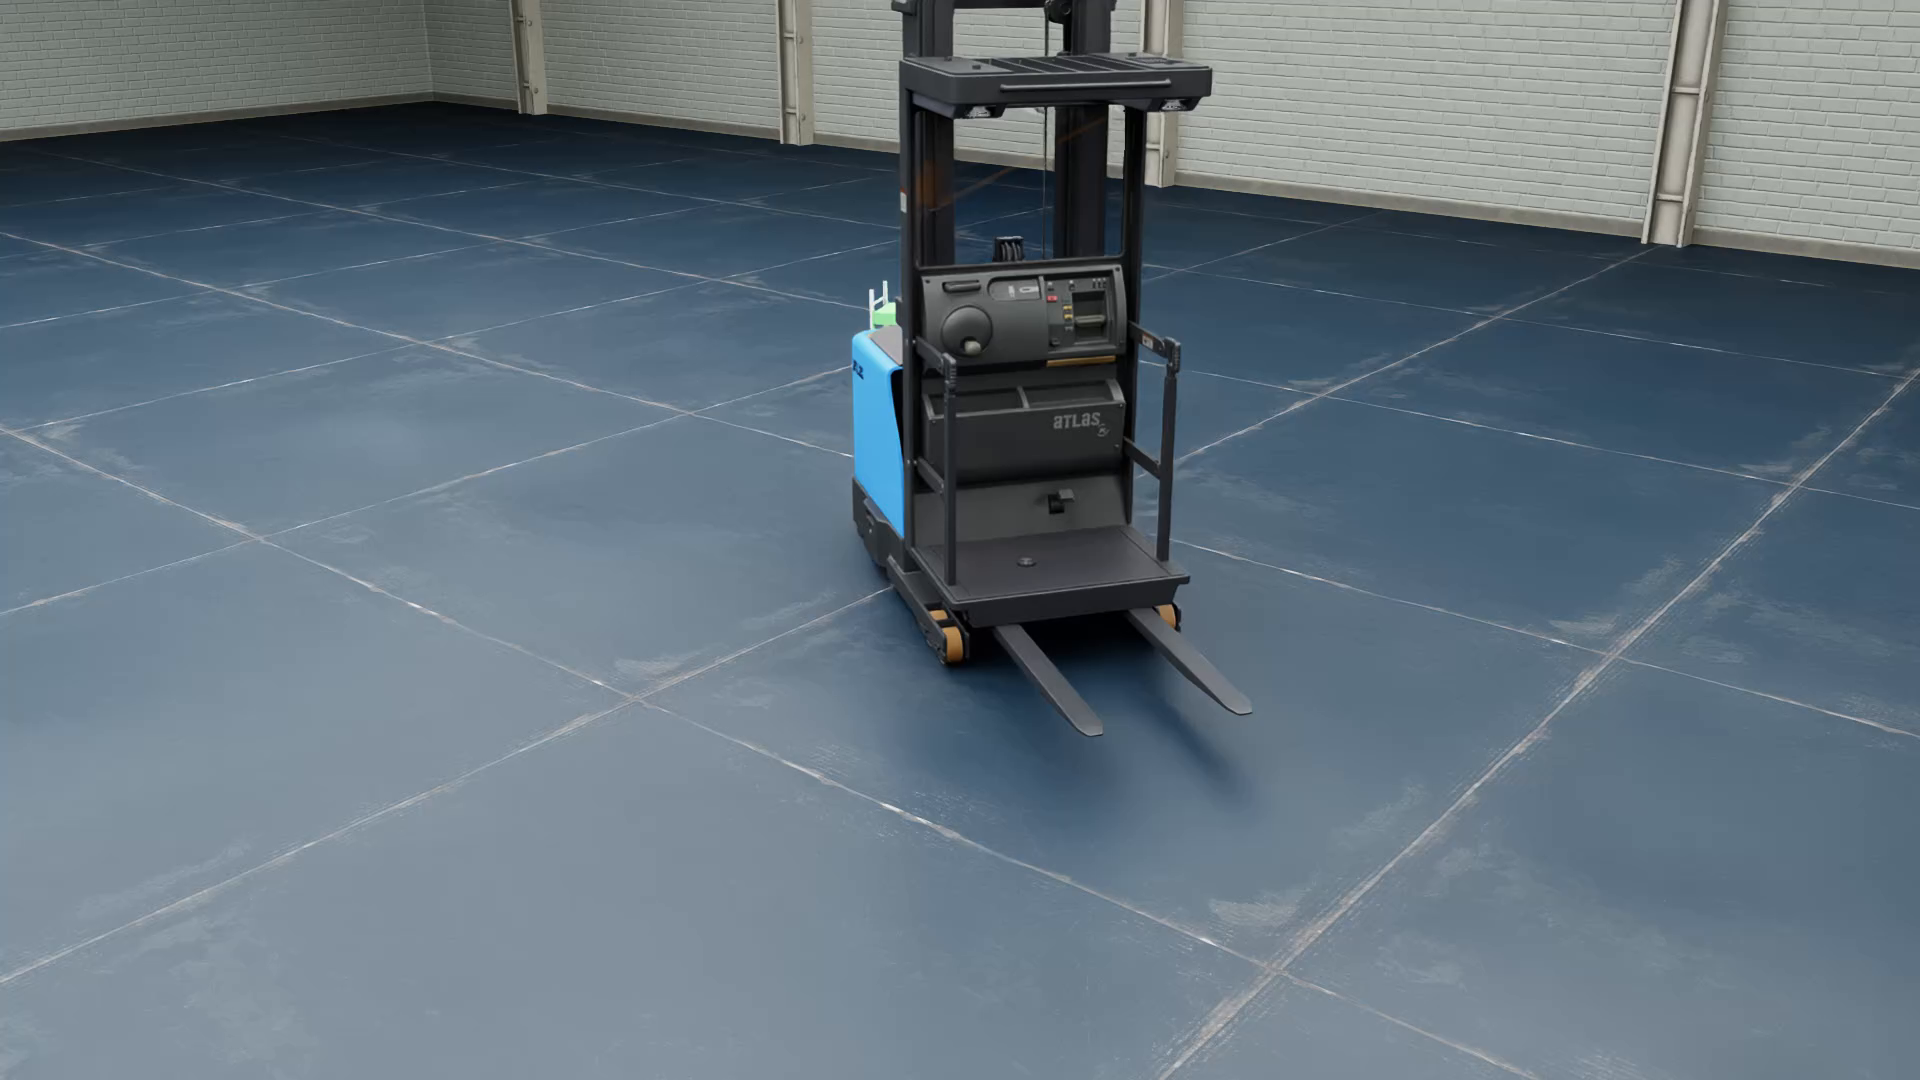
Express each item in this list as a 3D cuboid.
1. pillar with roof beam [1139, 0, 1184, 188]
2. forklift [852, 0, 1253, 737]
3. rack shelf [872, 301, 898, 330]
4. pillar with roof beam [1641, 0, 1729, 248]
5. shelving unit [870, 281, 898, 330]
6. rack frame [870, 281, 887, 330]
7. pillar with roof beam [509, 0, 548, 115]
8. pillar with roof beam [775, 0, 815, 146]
[{"bbox_3d":[-0.376,-7.314,15.311,0.400,9.000,9.100,16,26,36],"label":"pillar with roof beam"},{"bbox_3d":[0.353,-0.986,7.129,1.130,2.935,3.031,-6,22,-16],"label":"forklift"},{"bbox_3d":[-0.202,-1.163,8.872,0.480,0.148,0.258,6,22,16],"label":"rack shelf"},{"bbox_3d":[4.273,-5.976,11.761,0.400,9.000,9.100,16,26,36],"label":"pillar with roof beam"},{"bbox_3d":[-0.202,-0.774,9.019,0.503,1.200,0.258,6,22,16],"label":"shelving unit"},{"bbox_3d":[-0.435,-0.798,9.085,0.015,1.200,0.240,6,22,16],"label":"rack frame"},{"bbox_3d":[-9.672,-9.992,22.410,0.400,9.000,9.100,16,26,36],"label":"pillar with roof beam"},{"bbox_3d":[-5.024,-8.653,18.861,0.400,9.000,9.100,16,26,36],"label":"pillar with roof beam"}]
